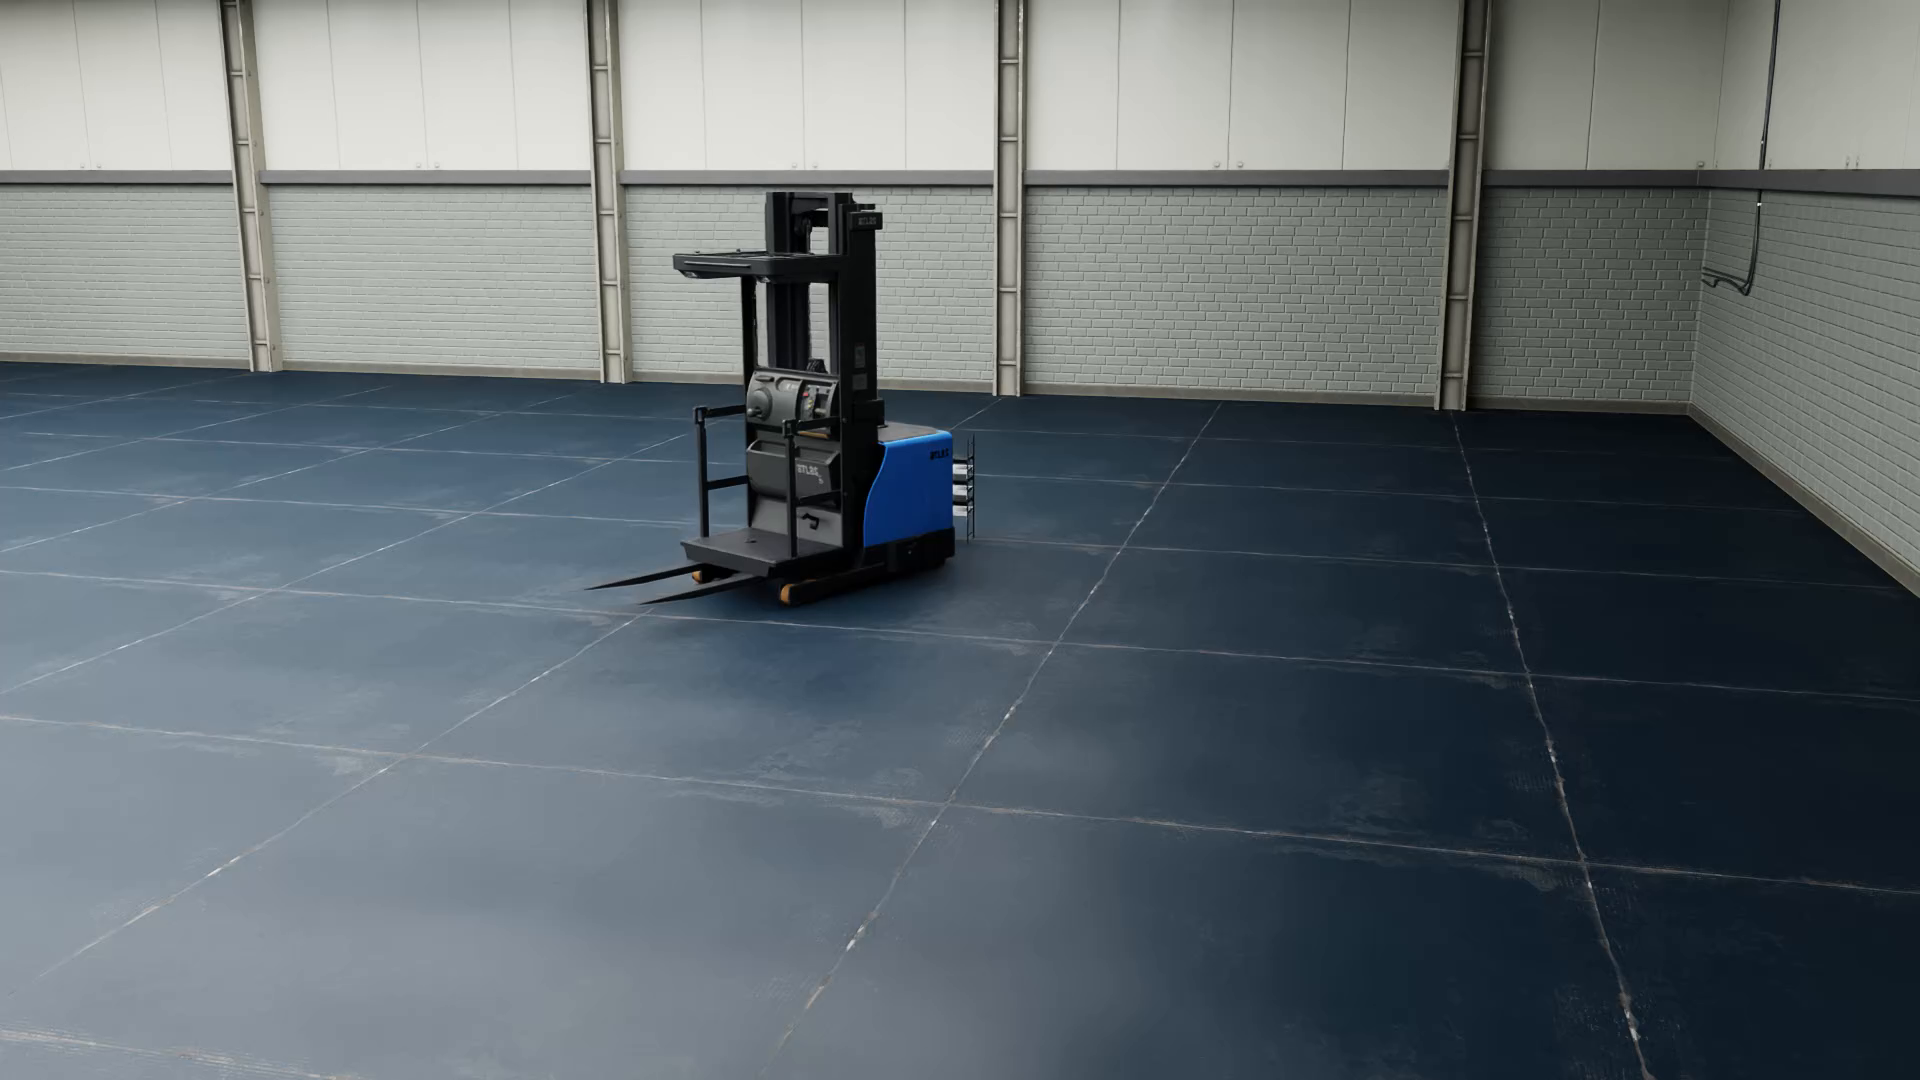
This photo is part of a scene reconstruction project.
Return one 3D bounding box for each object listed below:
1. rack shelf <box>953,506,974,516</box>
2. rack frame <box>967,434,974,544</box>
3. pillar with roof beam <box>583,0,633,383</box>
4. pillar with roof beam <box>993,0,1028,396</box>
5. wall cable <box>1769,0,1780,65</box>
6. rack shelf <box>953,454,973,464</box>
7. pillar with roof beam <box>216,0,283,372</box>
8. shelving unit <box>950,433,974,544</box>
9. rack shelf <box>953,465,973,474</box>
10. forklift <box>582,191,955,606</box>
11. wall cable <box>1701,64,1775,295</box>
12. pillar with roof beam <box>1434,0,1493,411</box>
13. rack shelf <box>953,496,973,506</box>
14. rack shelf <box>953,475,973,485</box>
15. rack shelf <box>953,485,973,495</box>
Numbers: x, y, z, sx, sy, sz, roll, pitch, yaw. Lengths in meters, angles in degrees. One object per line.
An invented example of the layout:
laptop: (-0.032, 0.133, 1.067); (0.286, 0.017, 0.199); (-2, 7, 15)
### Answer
rack shelf: (-0.008, -0.231, 14.184); (0.200, 0.077, 0.258); (3, 13, 14)
rack frame: (0.091, -0.434, 14.114); (0.006, 0.900, 0.240); (3, 13, 14)
pillar with roof beam: (-6.168, -5.858, 19.862); (0.400, 9.000, 9.100); (3, 13, 14)
pillar with roof beam: (-0.343, -5.547, 18.458); (0.400, 9.000, 9.100); (3, 13, 14)
wall cable: (8.409, -6.090, 16.418); (0.112, 2.526, 3.097); (3, 13, 14)
rack shelf: (-0.008, -0.671, 14.087); (0.200, 0.077, 0.258); (3, 13, 14)
pillar with roof beam: (-11.994, -6.169, 21.265); (0.400, 9.000, 9.100); (3, 13, 14)
shelving unit: (-0.008, -0.440, 14.138); (0.210, 0.900, 0.258); (3, 13, 14)
rack shelf: (-0.008, -0.583, 14.106); (0.200, 0.077, 0.258); (3, 13, 14)
forklift: (-1.401, -1.074, 12.306); (1.130, 2.935, 3.031); (11, 17, 41)
wall cable: (9.057, -4.194, 19.529); (0.112, 2.526, 3.097); (3, 13, 14)
pillar with roof beam: (5.482, -5.235, 17.055); (0.400, 9.000, 9.100); (3, 13, 14)
rack shelf: (-0.008, -0.319, 14.165); (0.200, 0.077, 0.258); (3, 13, 14)
rack shelf: (-0.008, -0.495, 14.126); (0.200, 0.077, 0.258); (3, 13, 14)
rack shelf: (-0.008, -0.407, 14.145); (0.200, 0.077, 0.258); (3, 13, 14)
